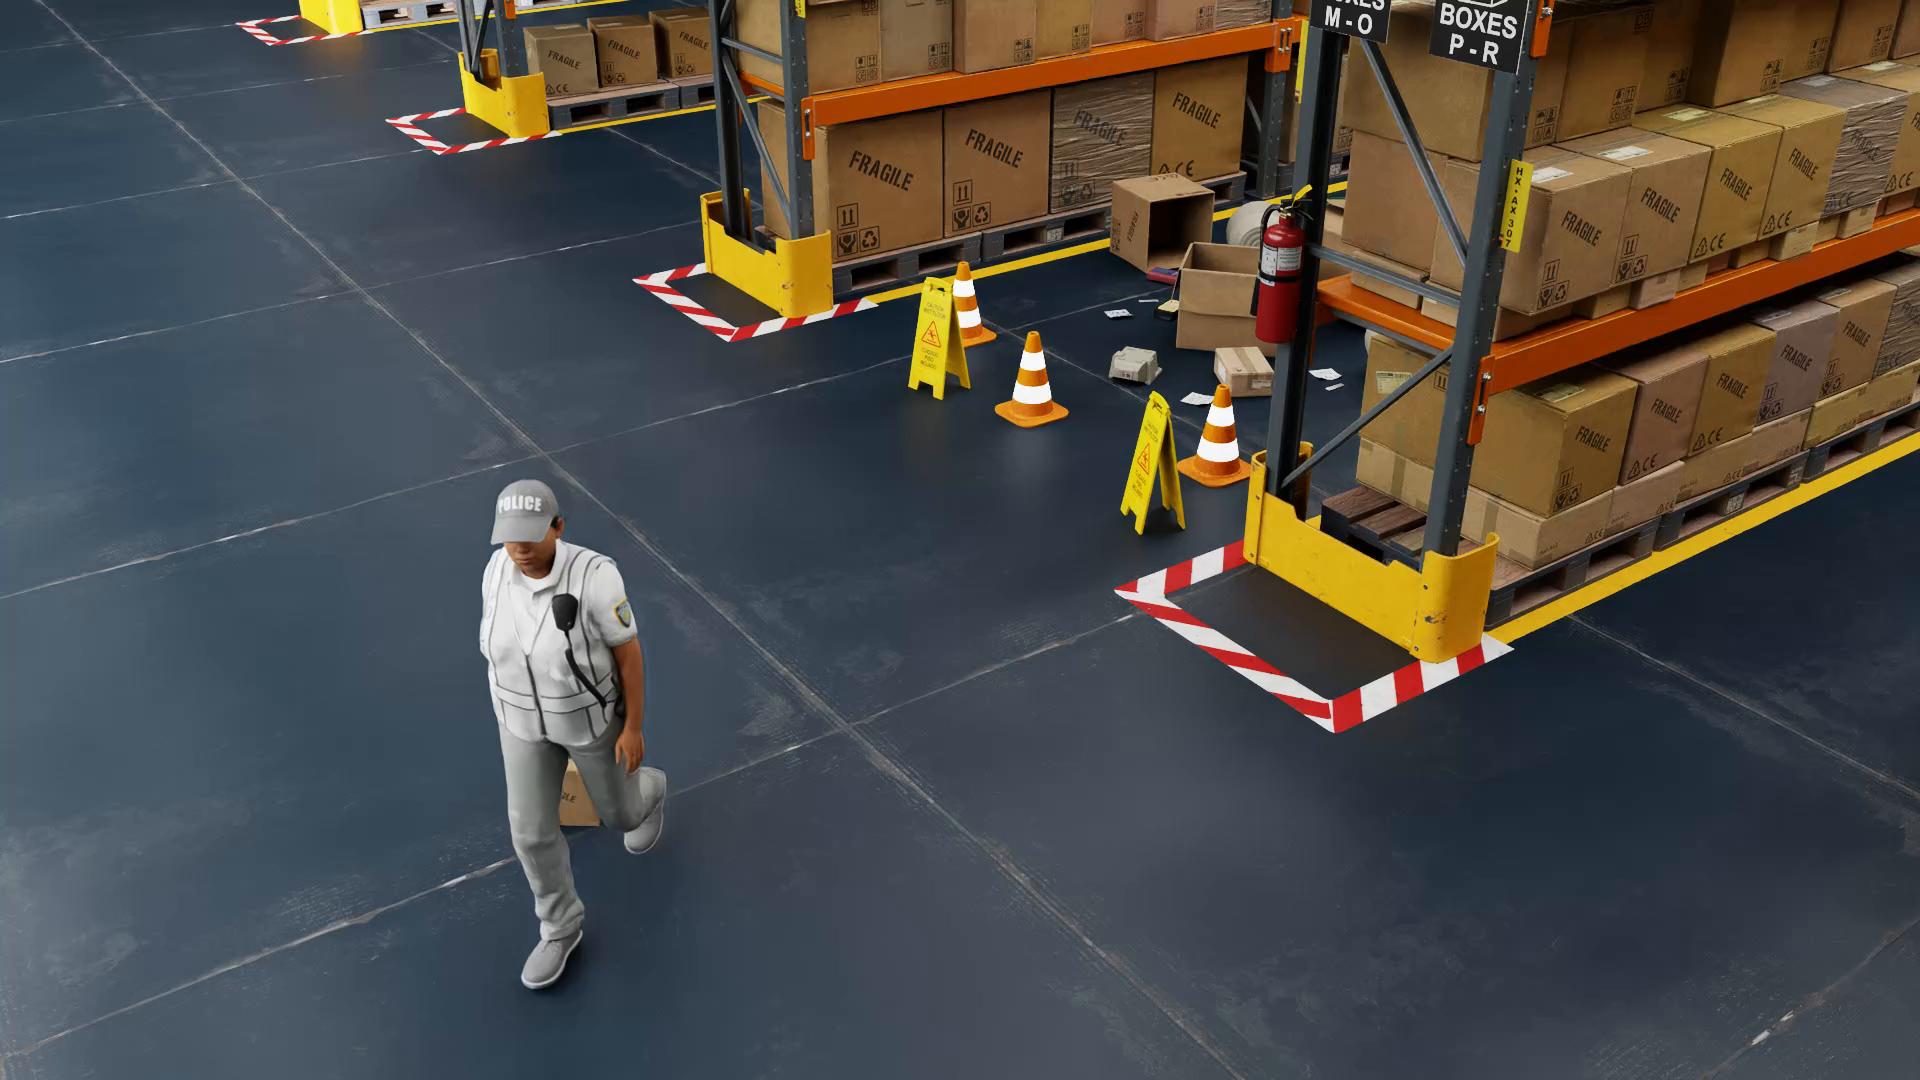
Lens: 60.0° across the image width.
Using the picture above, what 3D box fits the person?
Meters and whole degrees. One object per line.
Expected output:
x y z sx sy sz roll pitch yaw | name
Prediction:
-1.188 0.507 5.183 0.488 1.623 0.875 4 29 7 | person
